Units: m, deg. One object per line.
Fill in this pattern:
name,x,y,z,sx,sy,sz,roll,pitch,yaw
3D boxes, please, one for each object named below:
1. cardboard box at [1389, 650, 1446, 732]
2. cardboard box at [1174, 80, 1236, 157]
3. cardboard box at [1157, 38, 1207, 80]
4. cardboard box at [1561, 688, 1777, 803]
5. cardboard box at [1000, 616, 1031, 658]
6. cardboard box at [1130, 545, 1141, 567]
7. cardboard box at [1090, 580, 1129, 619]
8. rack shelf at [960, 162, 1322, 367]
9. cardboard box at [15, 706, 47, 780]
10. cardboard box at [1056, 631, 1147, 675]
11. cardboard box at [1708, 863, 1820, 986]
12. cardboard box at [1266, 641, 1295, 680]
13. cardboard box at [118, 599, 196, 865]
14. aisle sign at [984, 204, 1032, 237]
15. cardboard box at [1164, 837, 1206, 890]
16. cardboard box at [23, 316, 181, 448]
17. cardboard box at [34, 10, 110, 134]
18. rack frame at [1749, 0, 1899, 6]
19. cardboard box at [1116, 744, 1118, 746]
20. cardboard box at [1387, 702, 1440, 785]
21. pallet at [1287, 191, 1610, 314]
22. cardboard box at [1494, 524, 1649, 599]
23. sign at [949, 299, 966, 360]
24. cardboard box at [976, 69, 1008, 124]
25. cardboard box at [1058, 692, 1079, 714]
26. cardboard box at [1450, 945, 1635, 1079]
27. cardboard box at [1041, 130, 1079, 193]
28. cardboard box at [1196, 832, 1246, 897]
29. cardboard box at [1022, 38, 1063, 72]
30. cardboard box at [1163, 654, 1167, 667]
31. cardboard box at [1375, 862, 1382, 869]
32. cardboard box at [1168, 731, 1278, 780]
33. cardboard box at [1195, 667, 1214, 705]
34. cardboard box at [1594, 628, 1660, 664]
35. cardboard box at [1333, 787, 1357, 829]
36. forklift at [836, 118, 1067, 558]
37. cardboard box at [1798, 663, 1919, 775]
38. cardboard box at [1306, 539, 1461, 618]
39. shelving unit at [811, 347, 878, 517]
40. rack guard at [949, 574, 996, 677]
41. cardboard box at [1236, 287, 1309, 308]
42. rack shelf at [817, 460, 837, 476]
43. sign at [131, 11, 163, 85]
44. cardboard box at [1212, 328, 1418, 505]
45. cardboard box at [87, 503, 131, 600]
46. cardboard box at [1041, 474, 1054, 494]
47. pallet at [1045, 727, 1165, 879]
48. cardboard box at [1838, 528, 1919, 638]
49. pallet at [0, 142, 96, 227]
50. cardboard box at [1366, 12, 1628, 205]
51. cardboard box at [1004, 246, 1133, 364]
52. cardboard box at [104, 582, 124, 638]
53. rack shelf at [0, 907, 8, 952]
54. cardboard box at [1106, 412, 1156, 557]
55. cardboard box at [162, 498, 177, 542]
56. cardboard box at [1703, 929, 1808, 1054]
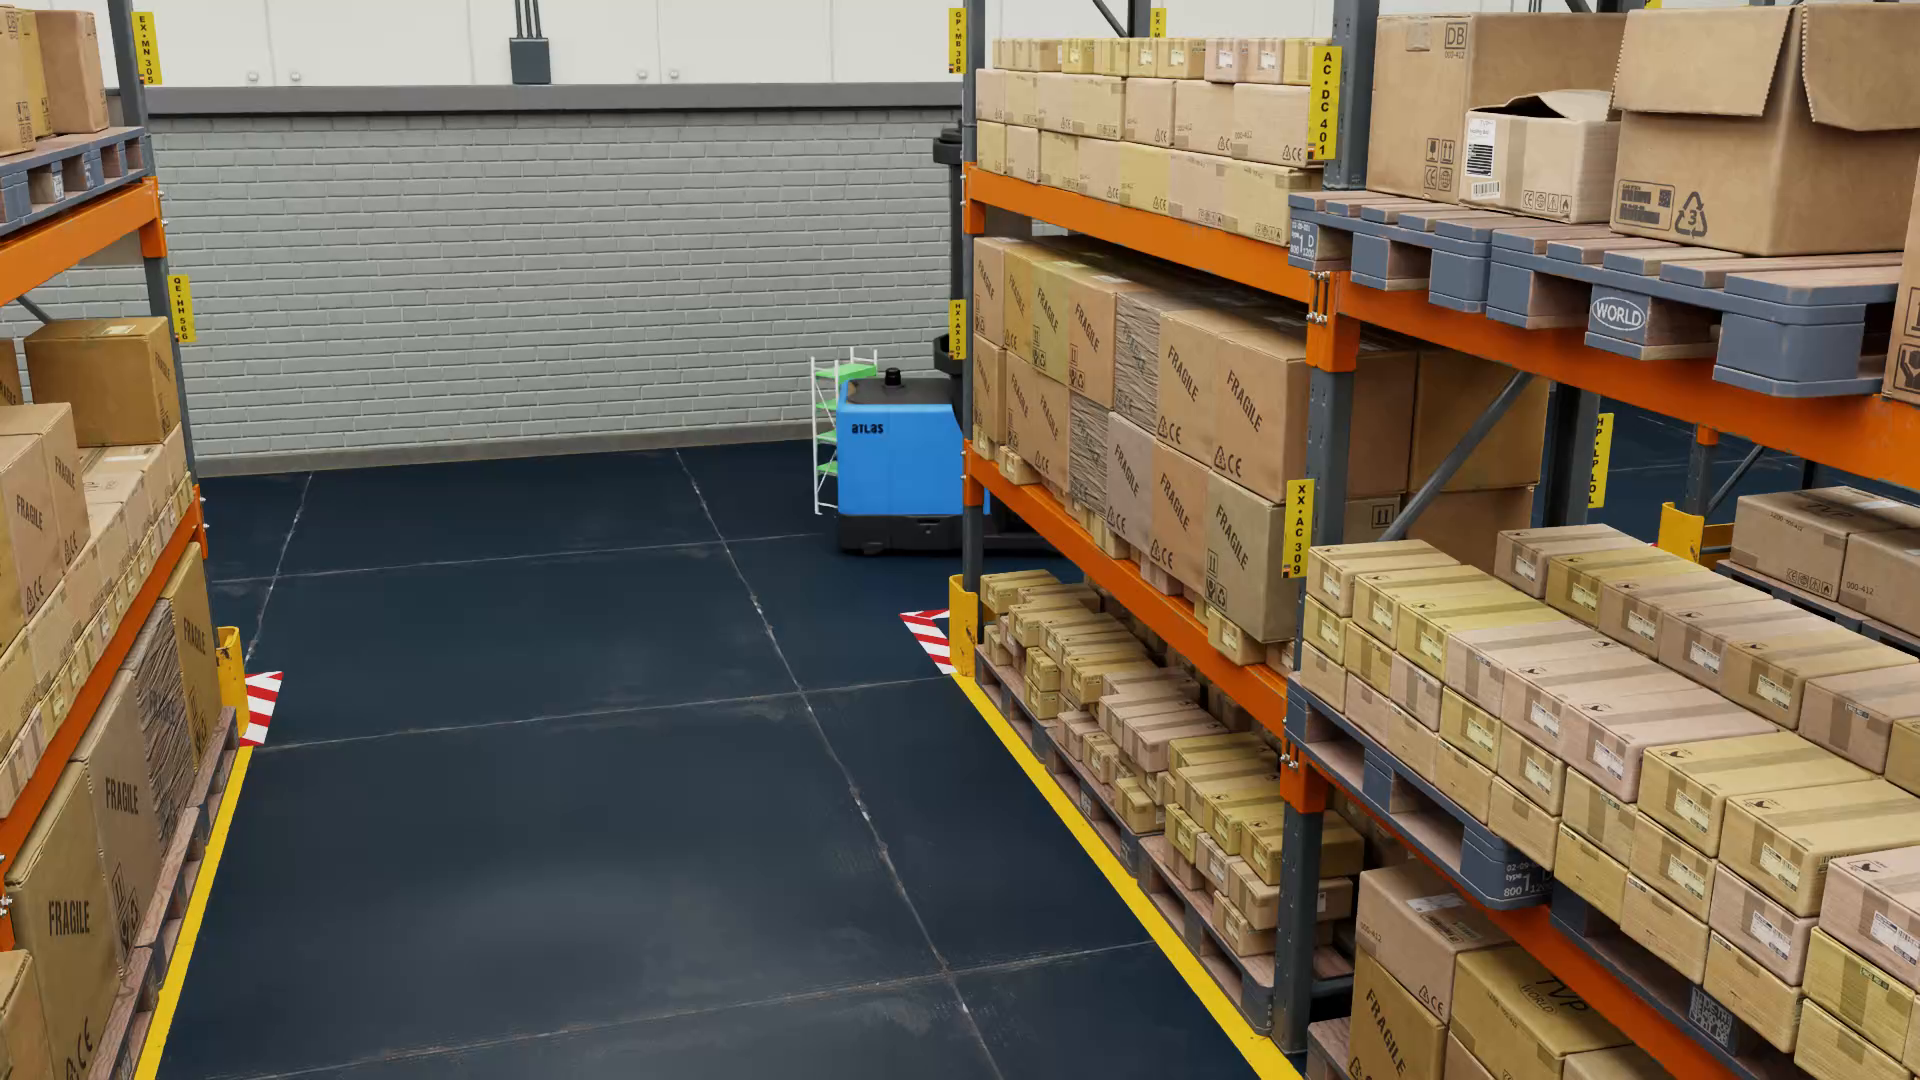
cardboard box,1.422,0.399,4.600,0.380,0.149,0.250,-4,17,-14
cardboard box,1.108,-1.523,5.985,0.500,0.250,0.500,-5,18,-18
cardboard box,0.968,-1.814,6.261,0.380,0.149,0.250,-5,18,-17
cardboard box,1.634,0.471,3.843,0.380,0.149,0.250,-4,17,-13
cardboard box,0.430,0.495,8.800,0.380,0.149,0.250,-5,17,-16
cardboard box,0.947,0.032,7.069,0.380,0.149,0.250,-5,17,-16
cardboard box,0.915,0.307,8.907,0.380,0.149,0.250,-4,17,-14
rack shelf,1.062,-1.311,7.140,1.077,0.370,4.000,-5,17,-15
cardboard box,-3.019,0.638,5.052,0.380,0.149,0.250,-5,18,-17
cardboard box,0.682,0.565,8.050,0.380,0.149,0.250,-4,17,-13
cardboard box,1.780,0.760,3.399,0.380,0.149,0.250,-4,17,-14
cardboard box,1.308,0.394,5.864,0.380,0.149,0.250,-5,17,-16
cardboard box,-3.782,0.830,6.937,0.875,0.875,0.875,-5,17,-15
aisle sign,0.203,-2.014,8.924,0.394,0.787,0.004,-5,17,-15
cardboard box,1.050,1.270,6.736,0.380,0.149,0.250,-5,18,-17
cardboard box,-3.898,-0.724,7.589,0.500,0.500,0.500,-4,17,-15
cardboard box,-4.090,-2.002,7.112,0.700,0.500,0.500,-6,18,-19
rack frame,5.244,-4.065,9.843,1.000,3.000,0.127,-5,17,-15
cardboard box,0.892,0.848,7.623,0.380,0.149,0.250,-4,17,-13
cardboard box,1.424,0.544,4.634,0.380,0.149,0.250,-5,17,-15
pallet,1.678,-0.834,4.626,1.213,0.211,1.003,-5,17,-15
cardboard box,1.909,0.064,5.199,0.380,0.149,0.250,-4,17,-13
sign,-0.010,-1.144,9.043,0.100,0.325,0.005,-5,17,-15
cardboard box,0.385,-2.232,8.346,0.500,0.250,0.500,-4,17,-14
cardboard box,0.700,0.838,8.173,0.380,0.149,0.250,-5,17,-15
cardboard box,1.709,1.343,4.578,0.500,0.250,0.500,-4,17,-14
cardboard box,0.684,-1.706,7.462,0.500,0.250,0.500,-5,18,-17
cardboard box,1.133,1.220,6.386,0.380,0.149,0.250,-6,18,-18
cardboard box,0.505,-2.240,7.680,0.380,0.149,0.250,-4,17,-14
cardboard box,1.231,0.658,8.255,0.380,0.149,0.250,-4,17,-14
cardboard box,1.819,1.230,6.352,0.380,0.149,0.250,-4,17,-13
cardboard box,1.083,0.922,6.862,0.380,0.149,0.250,-4,17,-13
cardboard box,1.311,0.667,7.708,0.380,0.149,0.250,-5,17,-15
cardboard box,2.049,0.347,4.774,0.380,0.149,0.250,-4,17,-13
cardboard box,1.697,1.021,6.532,0.380,0.149,0.250,-4,17,-13
forklift,0.644,-1.435,11.633,3.031,2.935,1.130,0,17,-2
cardboard box,2.267,0.424,3.998,0.380,0.149,0.250,-6,18,-18
cardboard box,1.277,0.113,5.033,0.380,0.149,0.250,-4,17,-12
shelving unit,-0.862,-0.817,12.587,0.258,1.200,0.503,11,20,31
rack guard,0.533,0.446,9.600,1.175,0.500,0.348,-5,17,-15
cardboard box,1.456,-0.763,6.851,0.500,0.500,0.500,-4,17,-14
rack shelf,-0.862,-0.526,12.674,0.258,0.148,0.480,11,20,31
sign,-3.759,-2.270,7.680,0.100,0.325,0.005,-5,17,-15
cardboard box,1.222,-0.444,5.787,0.500,0.500,0.500,-5,18,-17
cardboard box,-3.470,0.059,6.286,0.500,0.250,0.500,-5,17,-15
cardboard box,0.621,-0.330,8.274,0.380,0.149,0.250,-4,17,-13
pallet,1.054,1.148,7.763,1.003,0.211,1.213,-5,17,-15
cardboard box,5.781,0.261,9.592,0.875,0.438,0.875,-4,17,-14
pallet,-3.732,-1.260,5.873,1.003,0.211,1.213,-5,17,-15
cardboard box,1.610,-1.238,4.742,0.700,0.500,0.500,-5,17,-15
cardboard box,0.525,-1.158,8.163,0.500,0.500,0.500,-4,17,-14
cardboard box,-3.377,0.279,6.245,0.380,0.149,0.250,-5,17,-17
rack shelf,-2.636,1.596,2.676,1.077,0.370,4.000,-5,17,-15
cardboard box,0.930,-0.249,6.877,0.500,0.500,0.500,-5,17,-16
cardboard box,-3.729,-0.074,7.421,0.380,0.149,0.250,-5,17,-15
cardboard box,1.785,0.904,3.435,0.380,0.149,0.250,-4,17,-14
